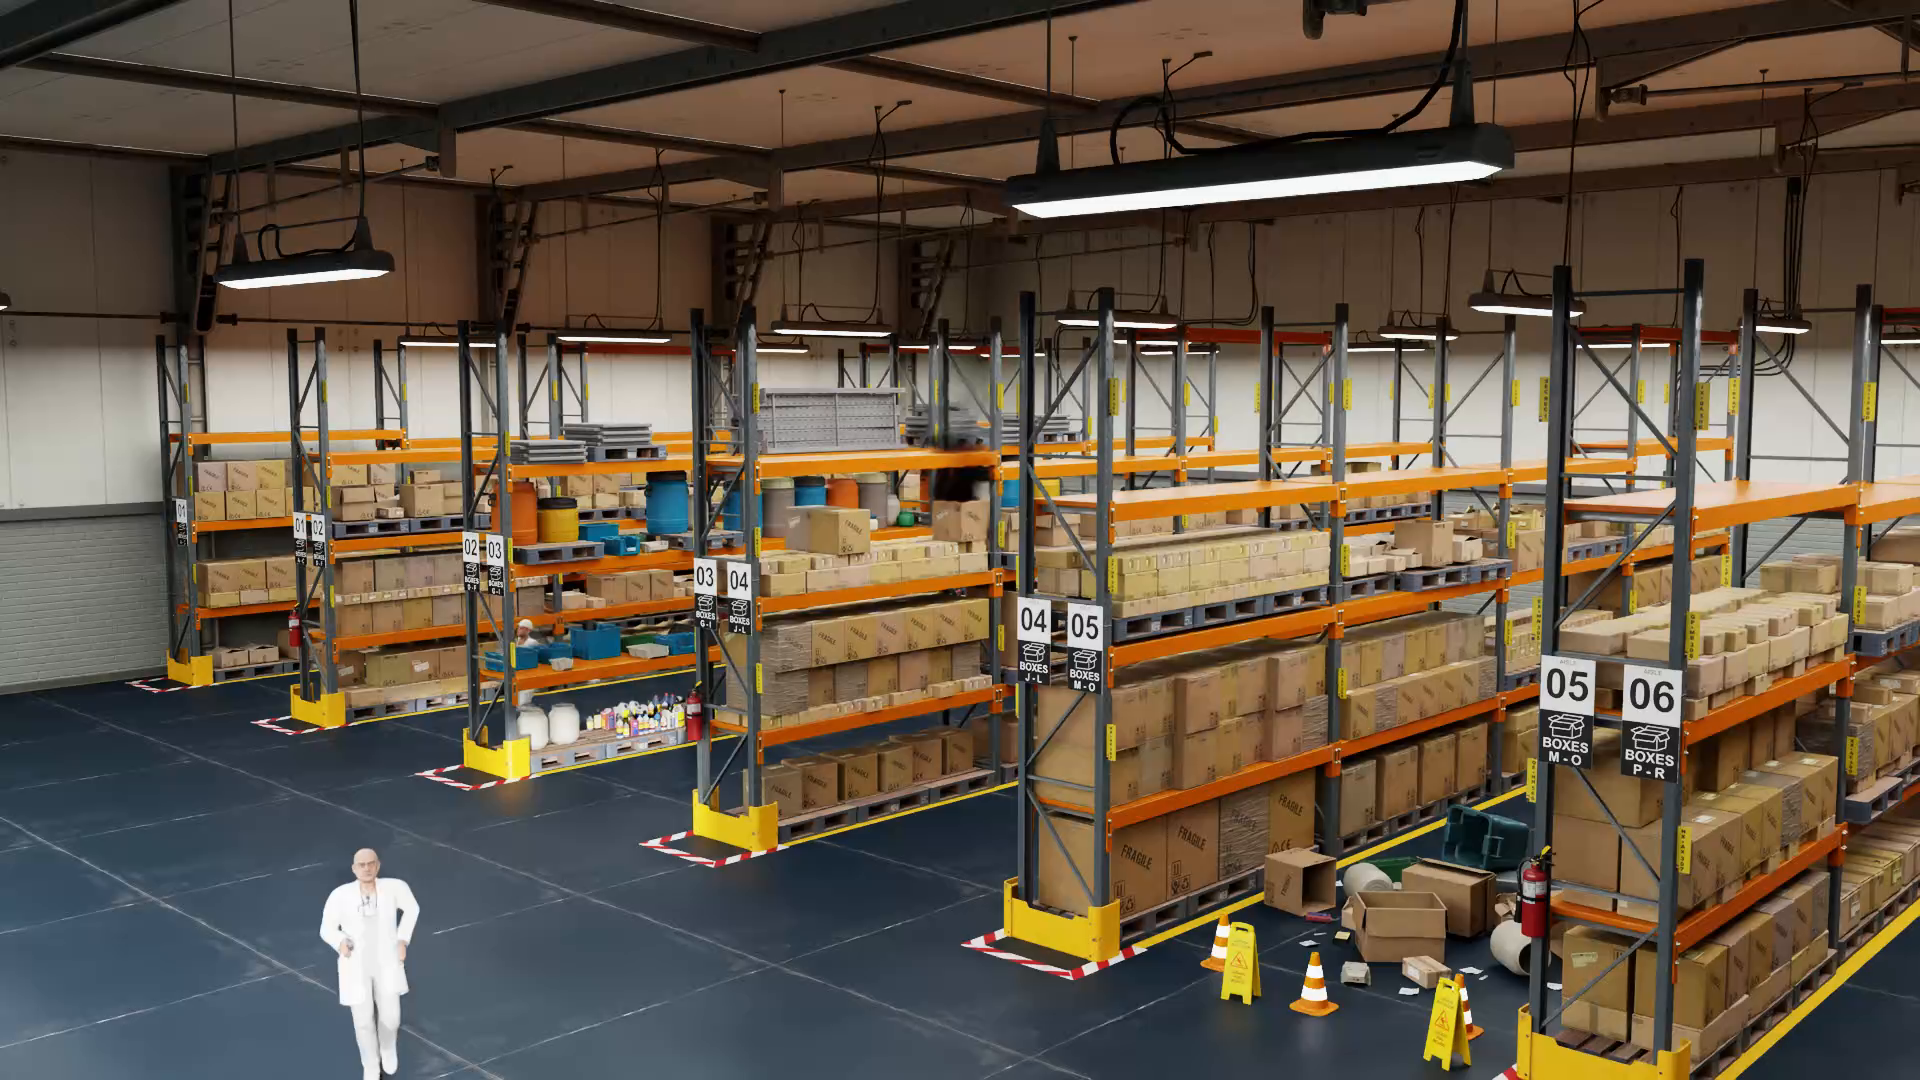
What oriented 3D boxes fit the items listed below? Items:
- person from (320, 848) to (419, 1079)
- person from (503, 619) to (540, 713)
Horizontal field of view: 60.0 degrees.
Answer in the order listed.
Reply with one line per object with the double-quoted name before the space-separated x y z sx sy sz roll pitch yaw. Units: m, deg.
"person" -4.318 3.143 12.216 0.698 1.733 0.634 -2 6 -20
"person" -6.382 2.024 24.207 0.651 1.743 0.585 4 7 36
